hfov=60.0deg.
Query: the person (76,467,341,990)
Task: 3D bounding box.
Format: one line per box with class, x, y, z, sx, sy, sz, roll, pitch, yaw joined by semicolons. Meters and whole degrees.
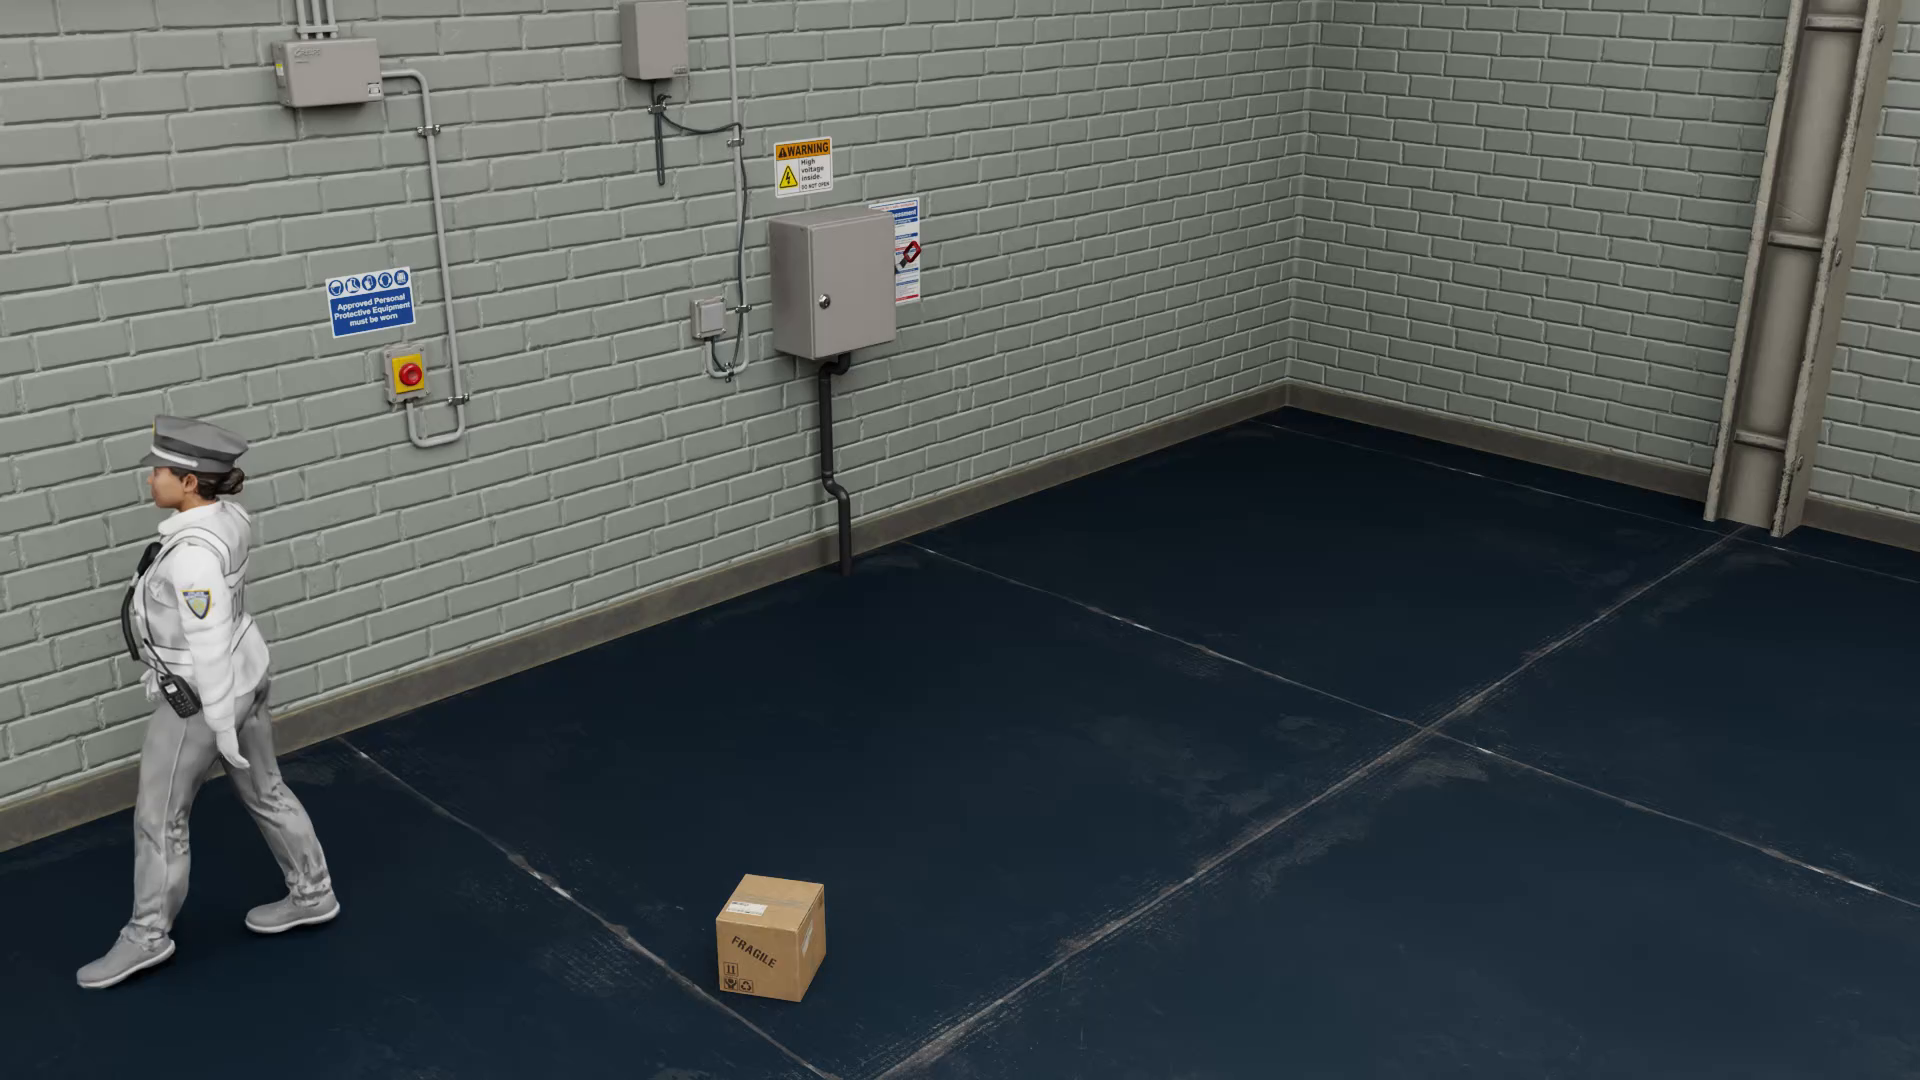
person;-2.287;0.468;4.839;0.709;1.659;0.498;-2;21;-5
